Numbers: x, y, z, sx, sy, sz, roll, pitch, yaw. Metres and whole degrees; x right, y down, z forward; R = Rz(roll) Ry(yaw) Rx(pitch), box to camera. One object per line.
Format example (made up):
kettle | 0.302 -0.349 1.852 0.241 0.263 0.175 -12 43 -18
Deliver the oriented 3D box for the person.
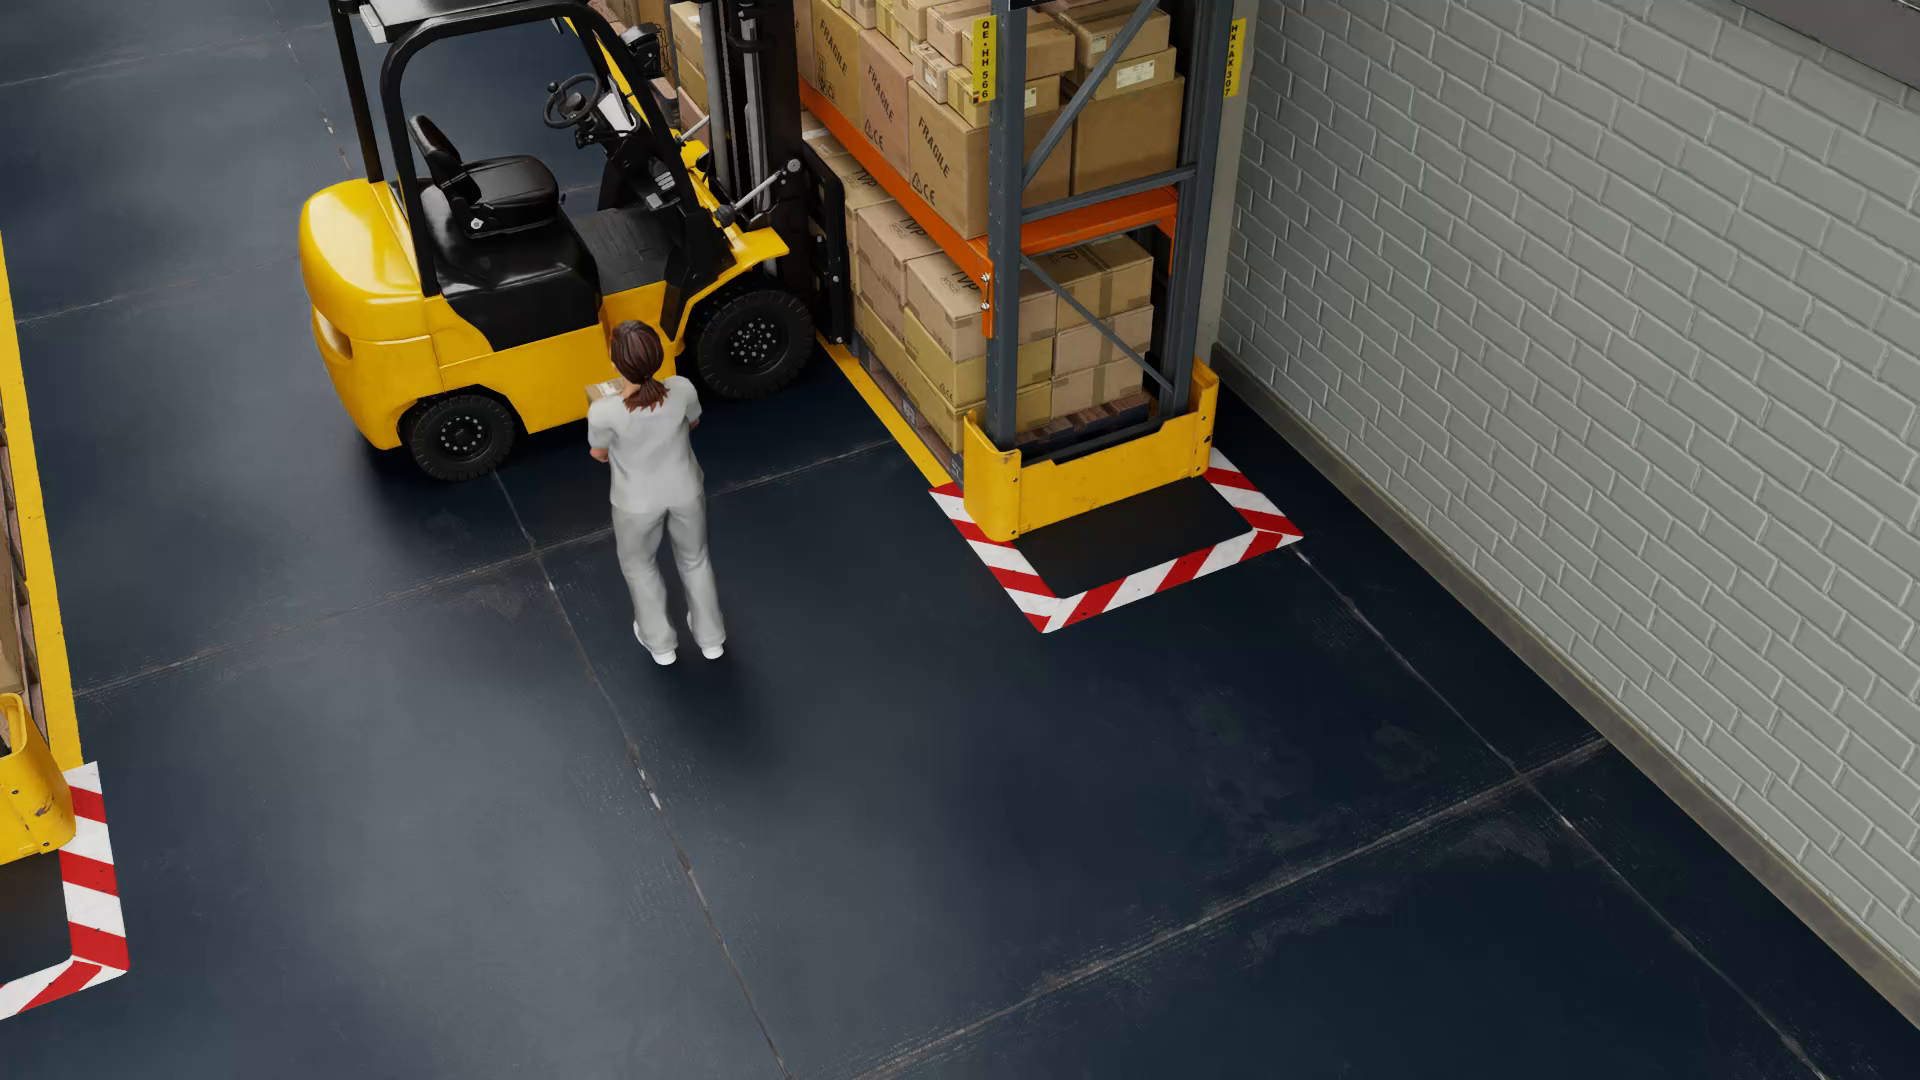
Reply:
person | -1.184 -0.199 6.396 0.436 1.662 0.554 -18 45 -19
